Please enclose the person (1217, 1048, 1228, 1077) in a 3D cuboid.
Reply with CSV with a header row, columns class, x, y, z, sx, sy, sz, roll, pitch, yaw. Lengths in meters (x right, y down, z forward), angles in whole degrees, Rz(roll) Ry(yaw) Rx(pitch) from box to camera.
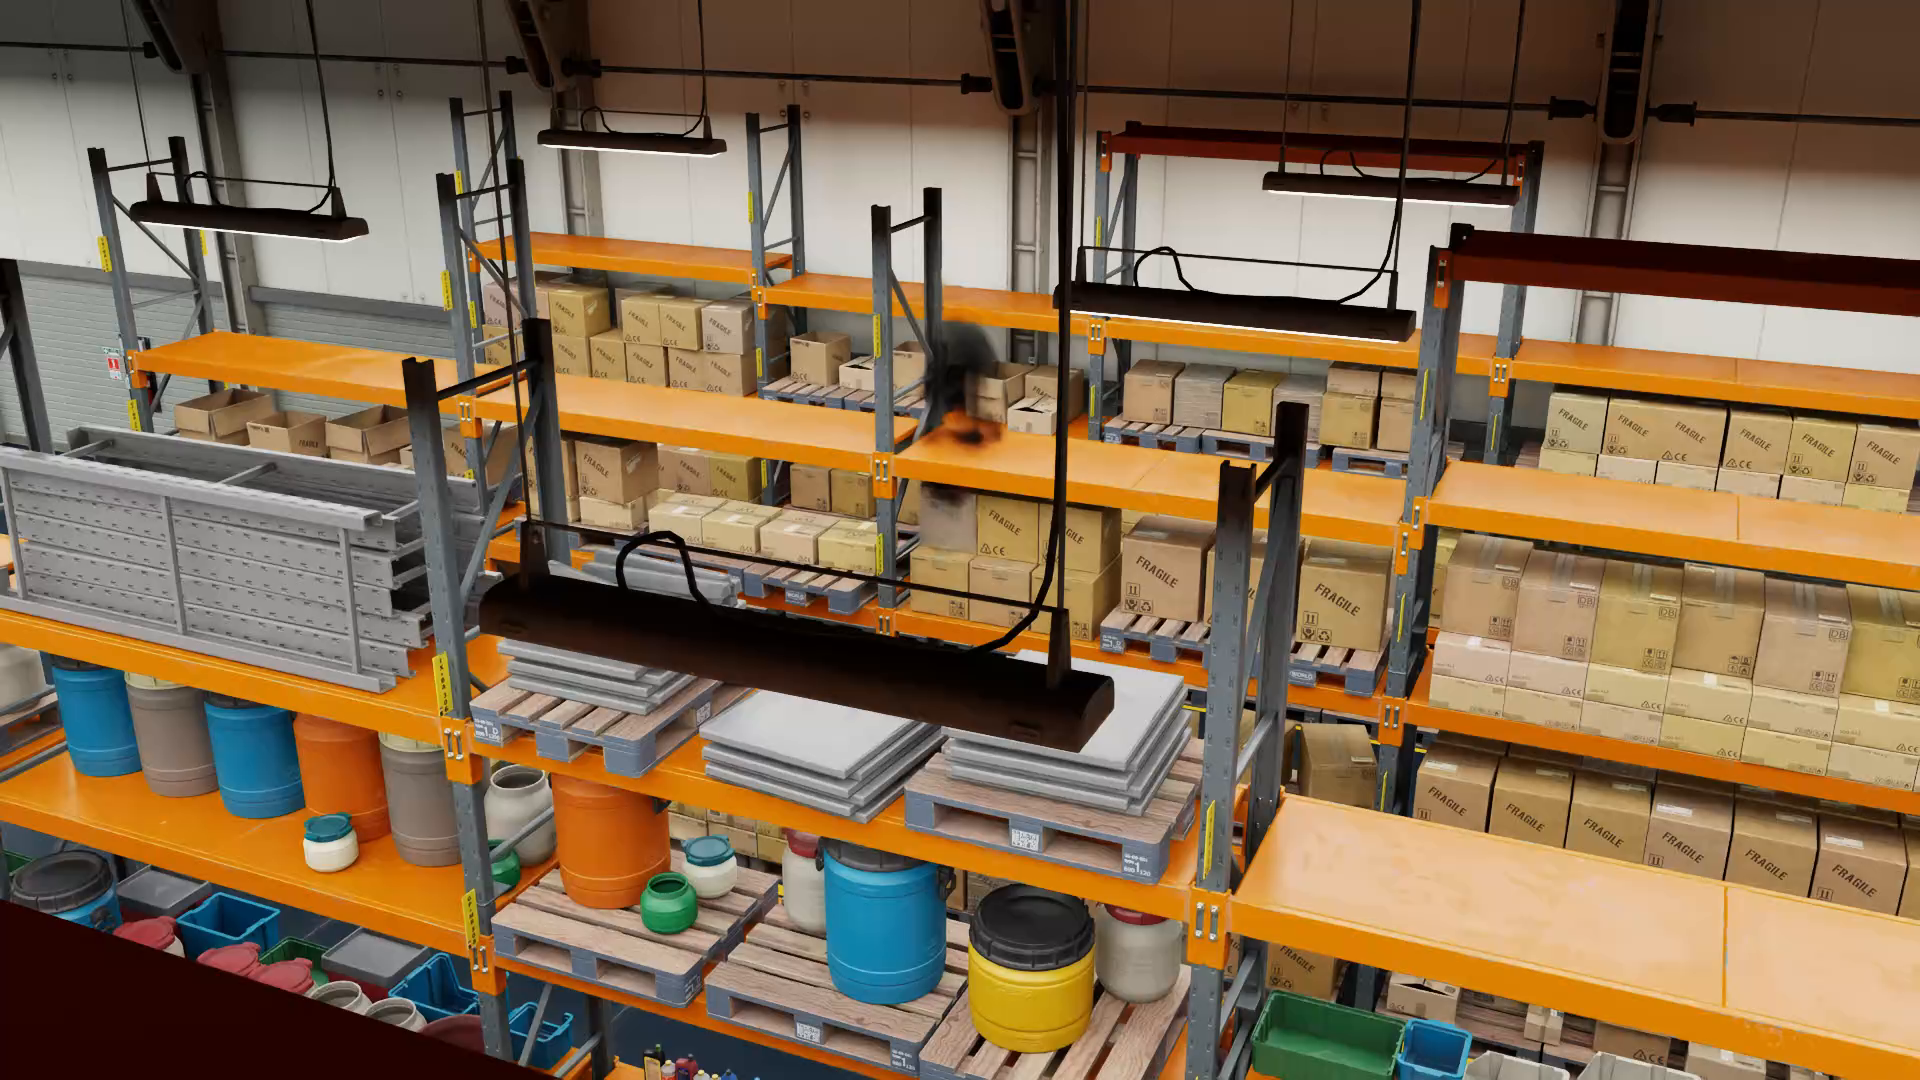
class,x,y,z,sx,sy,sz,roll,pitch,yaw
person,1.542,3.560,10.696,0.954,1.776,0.713,3,21,9
